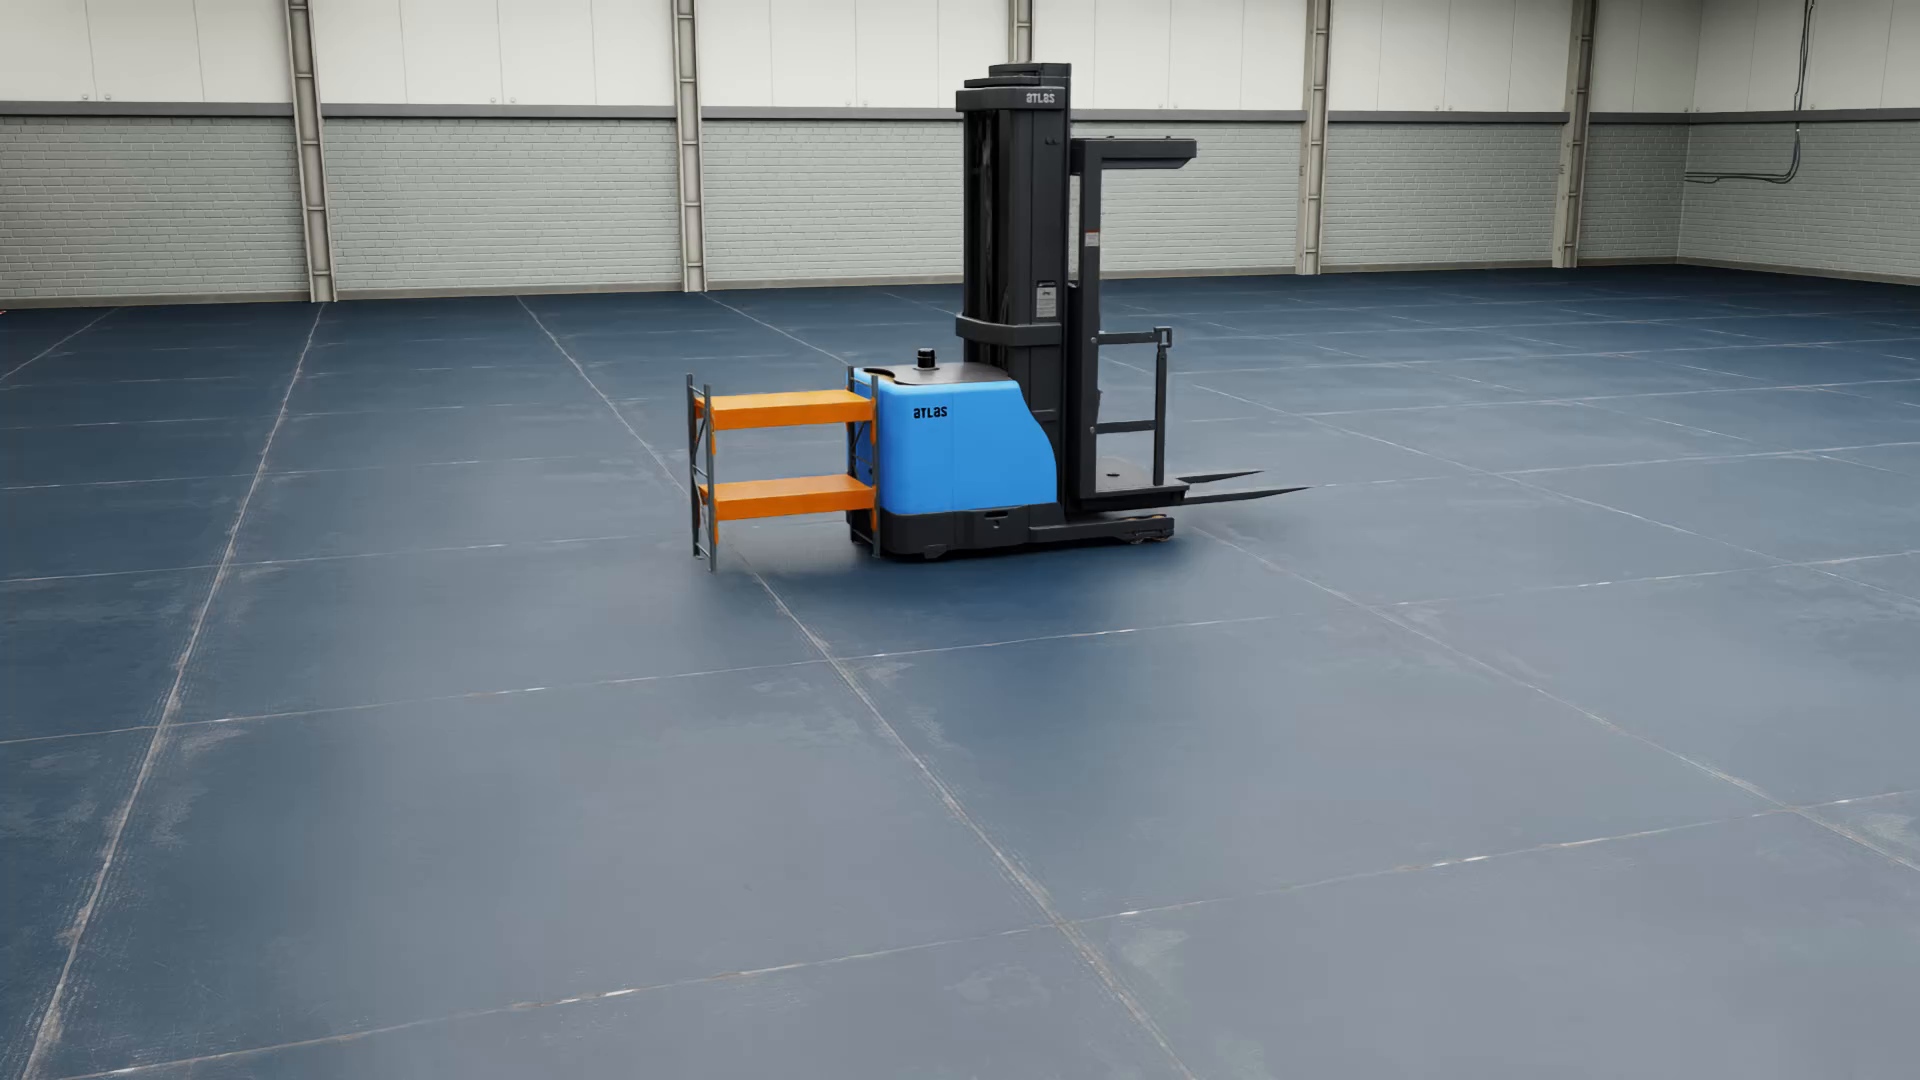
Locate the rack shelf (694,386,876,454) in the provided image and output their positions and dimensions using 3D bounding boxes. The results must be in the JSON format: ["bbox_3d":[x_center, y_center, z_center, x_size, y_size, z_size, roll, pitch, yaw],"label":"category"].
[{"bbox_3d":[-1.066,-0.728,10.008,1.000,0.278,0.538,-5,14,-21],"label":"rack shelf"}]

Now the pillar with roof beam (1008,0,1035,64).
[{"bbox_3d":[2.469,-8.183,25.601,0.400,9.000,9.100,-4,14,-18],"label":"pillar with roof beam"}]

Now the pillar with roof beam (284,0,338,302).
[{"bbox_3d":[-8.905,-7.298,21.877,0.400,9.000,9.100,-4,14,-18],"label":"pillar with roof beam"}]

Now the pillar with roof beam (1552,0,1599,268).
[{"bbox_3d":[13.842,-9.069,29.324,0.400,9.000,9.100,-4,14,-18],"label":"pillar with roof beam"}]

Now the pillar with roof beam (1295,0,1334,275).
[{"bbox_3d":[8.155,-8.626,27.462,0.400,9.000,9.100,-4,14,-18],"label":"pillar with roof beam"}]

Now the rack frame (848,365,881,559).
[{"bbox_3d":[-0.594,-0.487,10.259,0.032,1.125,0.500,-5,14,-21],"label":"rack frame"}]

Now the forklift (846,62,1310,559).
[{"bbox_3d":[0.827,-1.506,10.641,3.031,2.935,1.130,-5,14,-21],"label":"forklift"}]

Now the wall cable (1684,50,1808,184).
[{"bbox_3d":[15.683,-8.430,33.348,0.112,2.526,3.097,-4,14,-18],"label":"wall cable"}]

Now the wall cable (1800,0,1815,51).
[{"bbox_3d":[16.546,-10.294,30.269,0.112,2.526,3.097,-4,14,-18],"label":"wall cable"}]

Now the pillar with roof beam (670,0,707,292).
[{"bbox_3d":[-3.218,-7.741,23.739,0.400,9.000,9.100,-4,14,-18],"label":"pillar with roof beam"}]

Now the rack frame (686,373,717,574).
[{"bbox_3d":[-1.538,-0.399,9.891,0.032,1.125,0.500,-5,14,-21],"label":"rack frame"}]

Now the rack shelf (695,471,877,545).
[{"bbox_3d":[-1.066,-0.205,10.132,1.000,0.278,0.538,-5,14,-21],"label":"rack shelf"}]

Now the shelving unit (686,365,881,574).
[{"bbox_3d":[-1.066,-0.443,10.075,1.048,1.125,0.538,-5,14,-21],"label":"shelving unit"}]
